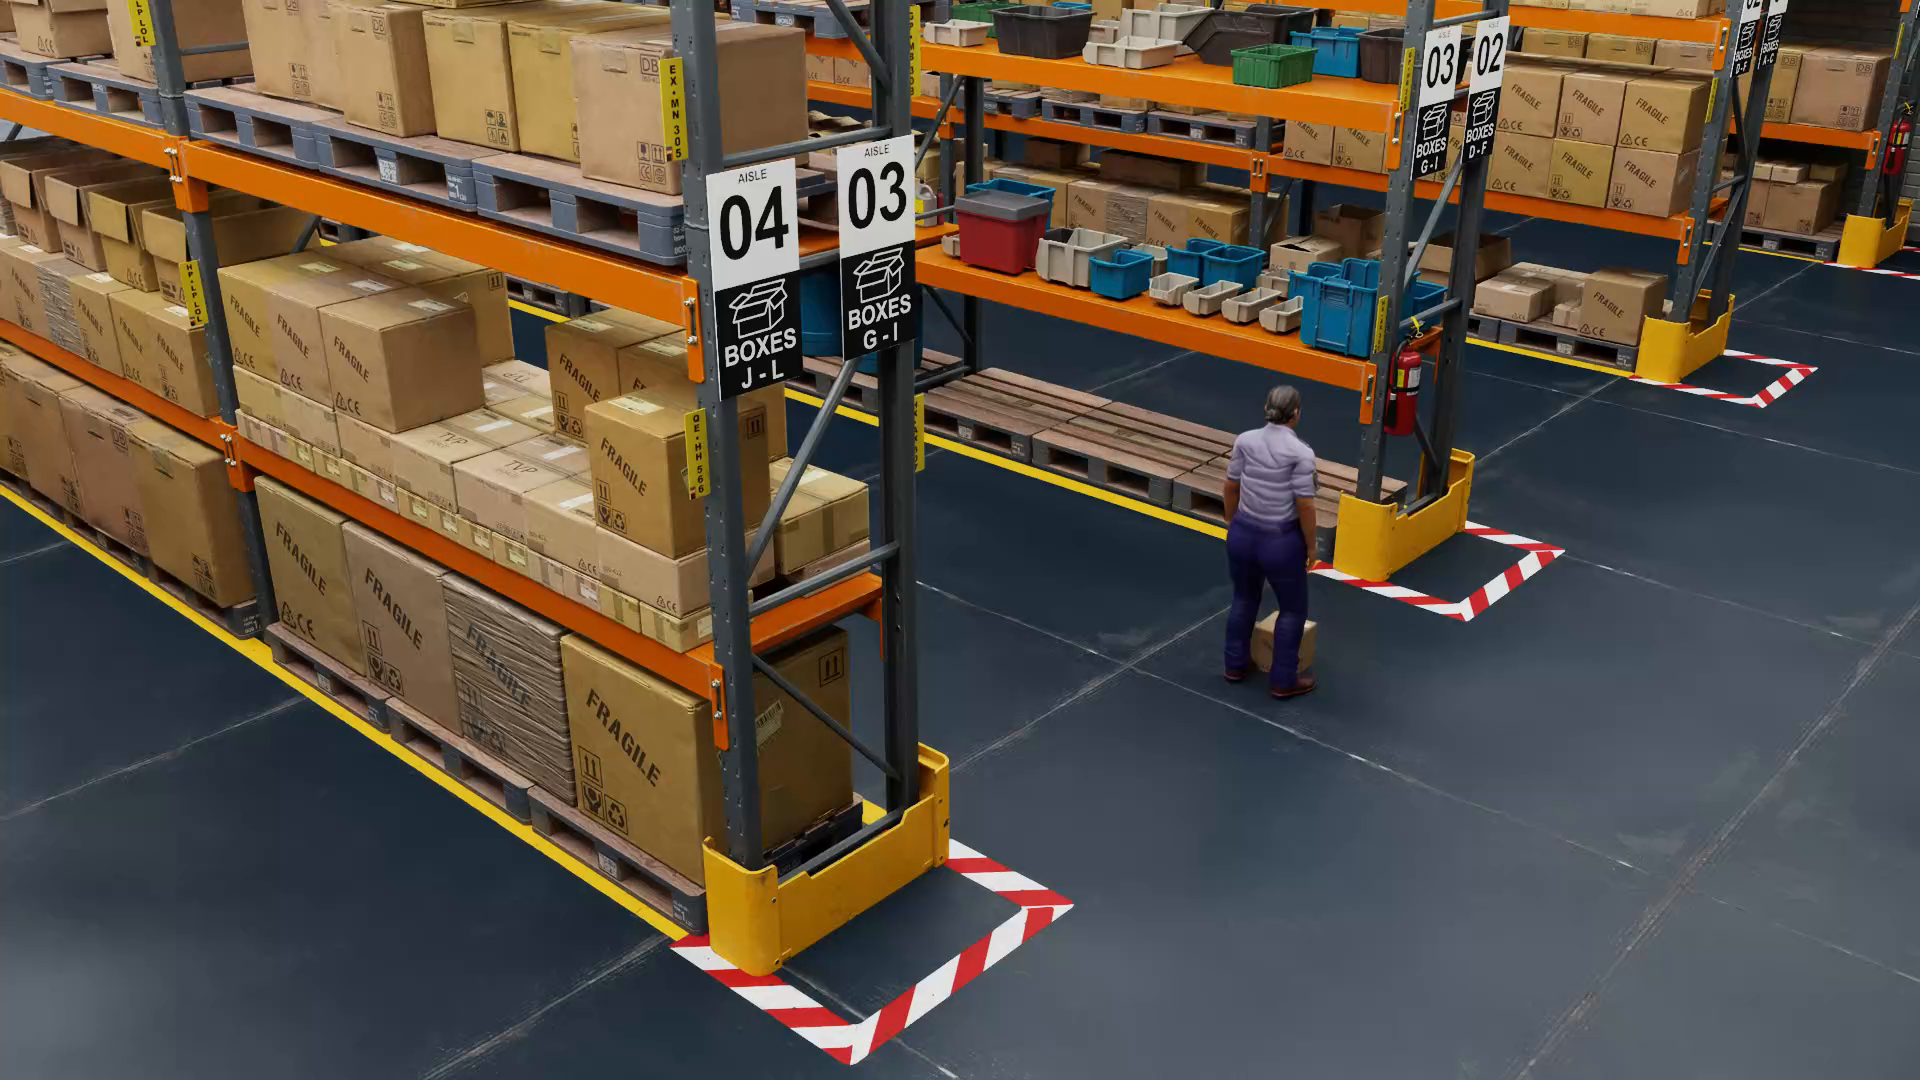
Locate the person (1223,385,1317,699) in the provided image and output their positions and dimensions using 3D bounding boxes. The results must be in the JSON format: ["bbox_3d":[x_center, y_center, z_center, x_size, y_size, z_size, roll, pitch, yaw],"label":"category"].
[{"bbox_3d":[1.608,0.011,8.594,0.545,1.647,0.372,19,30,36],"label":"person"}]
